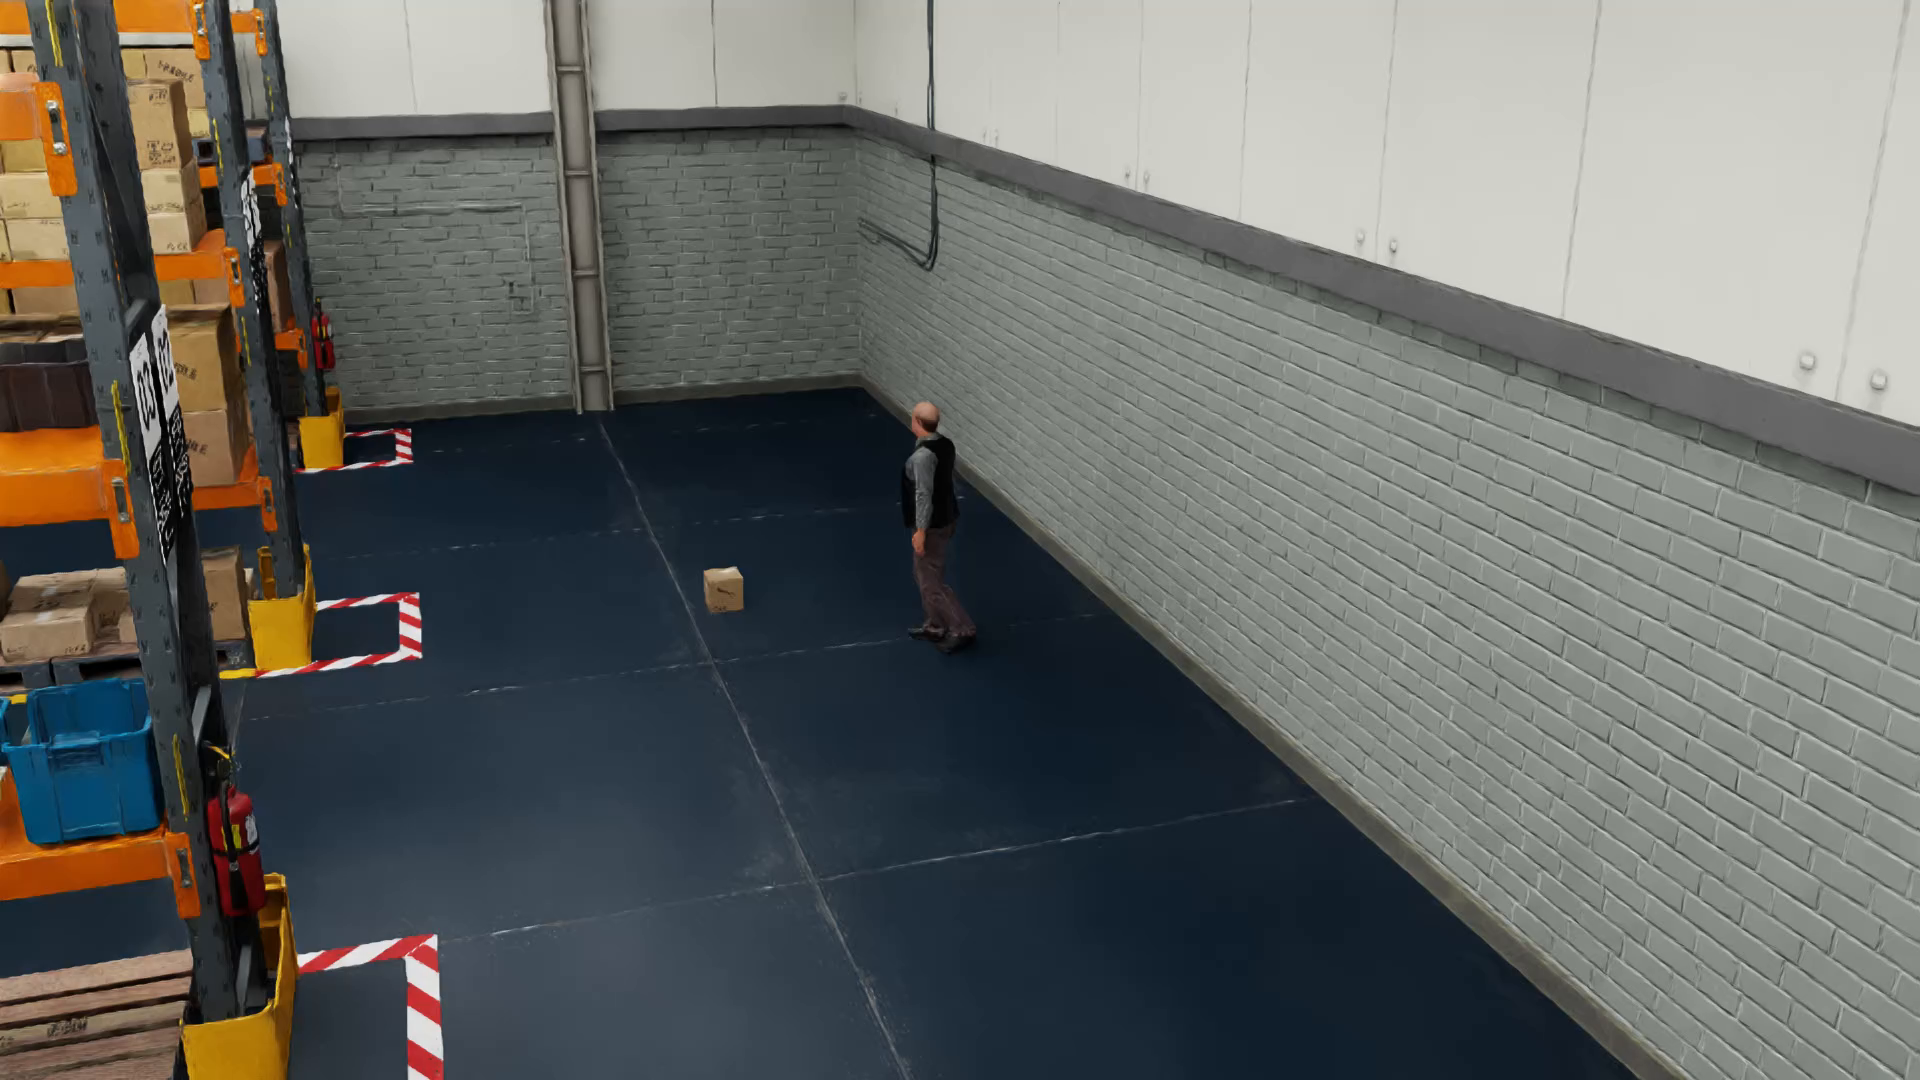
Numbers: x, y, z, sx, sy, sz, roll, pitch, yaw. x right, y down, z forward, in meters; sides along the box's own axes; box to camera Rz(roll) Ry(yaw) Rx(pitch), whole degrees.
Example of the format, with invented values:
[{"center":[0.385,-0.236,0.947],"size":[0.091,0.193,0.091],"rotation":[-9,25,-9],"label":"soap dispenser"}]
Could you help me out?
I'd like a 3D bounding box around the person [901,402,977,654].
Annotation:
[{"center":[-0.127,-0.091,11.372],"size":[0.557,1.709,0.567],"rotation":[6,20,16],"label":"person"}]
